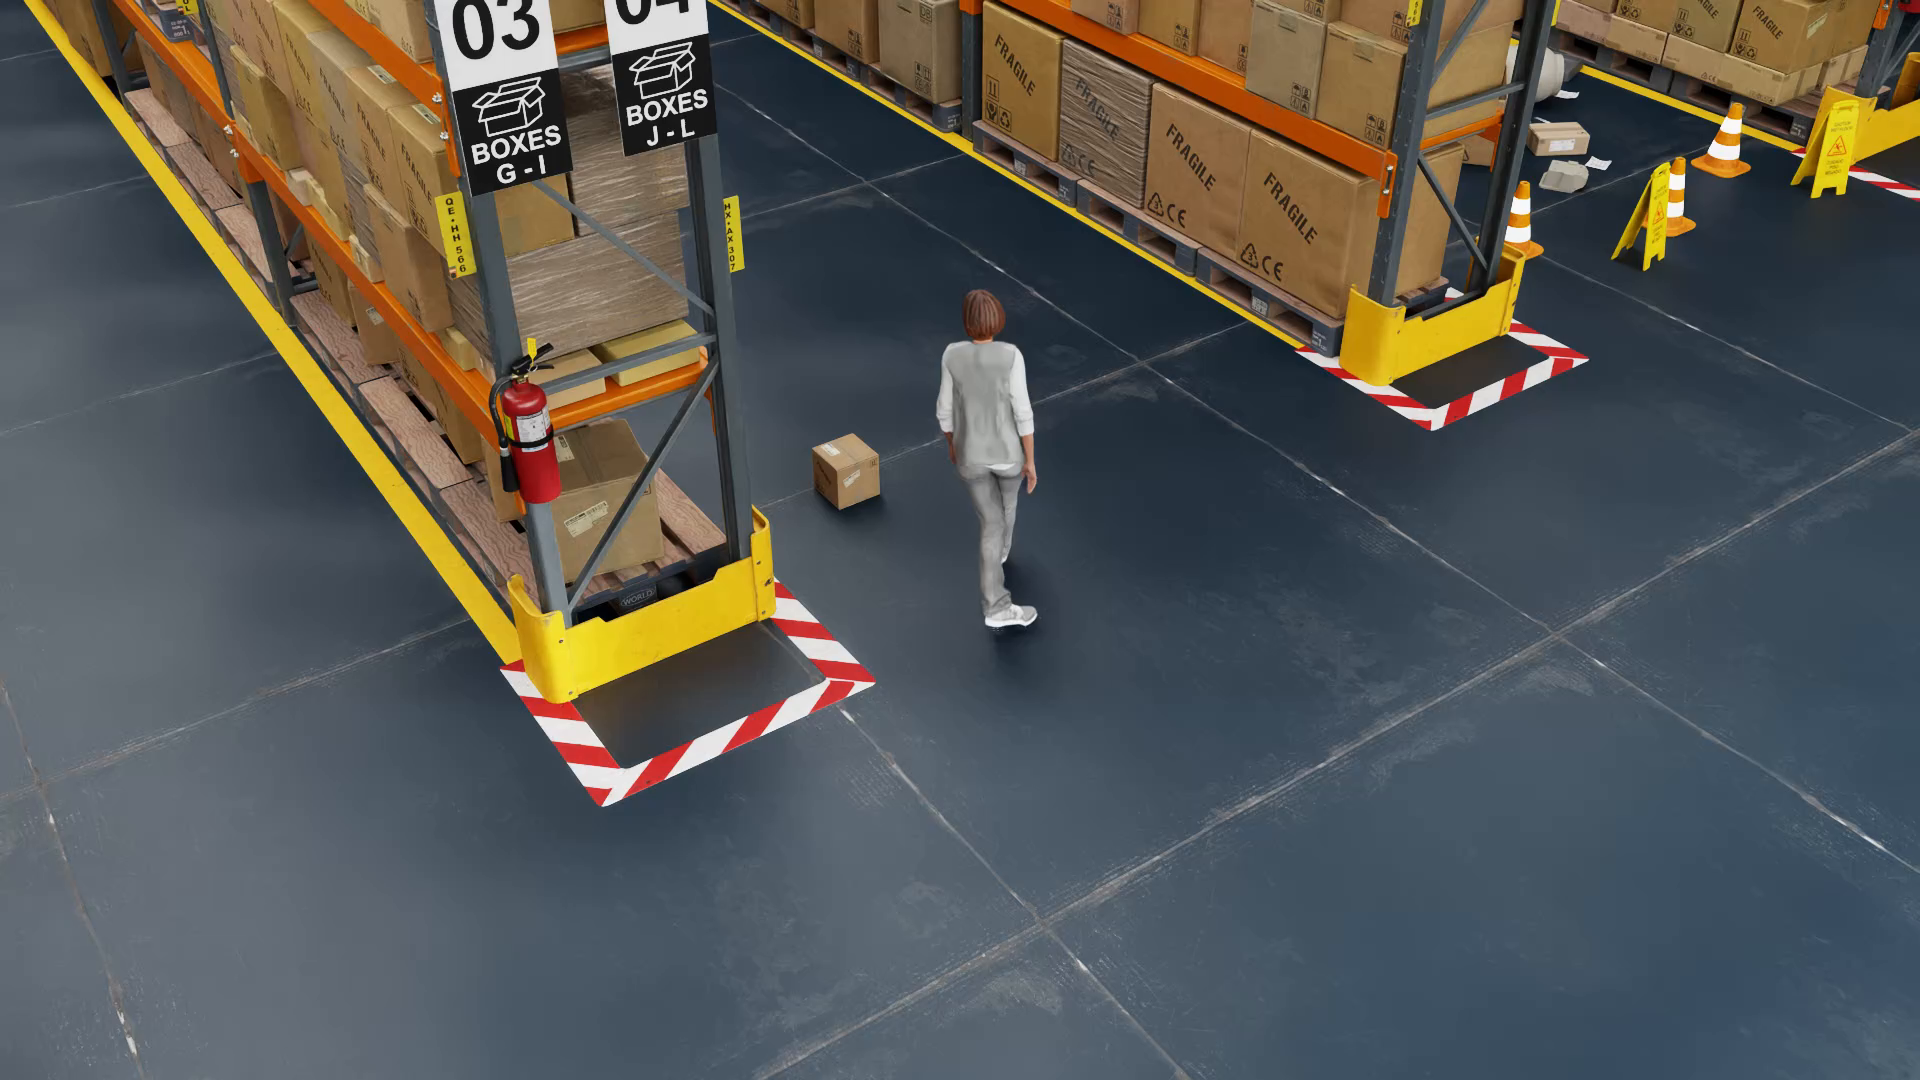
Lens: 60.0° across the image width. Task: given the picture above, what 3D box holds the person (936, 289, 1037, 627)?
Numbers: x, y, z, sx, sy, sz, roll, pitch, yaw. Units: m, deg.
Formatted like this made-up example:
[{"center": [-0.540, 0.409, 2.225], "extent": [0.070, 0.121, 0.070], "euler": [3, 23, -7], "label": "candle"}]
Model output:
[{"center": [0.136, -0.412, 7.567], "extent": [0.491, 1.540, 0.800], "euler": [3, 37, 3], "label": "person"}]
